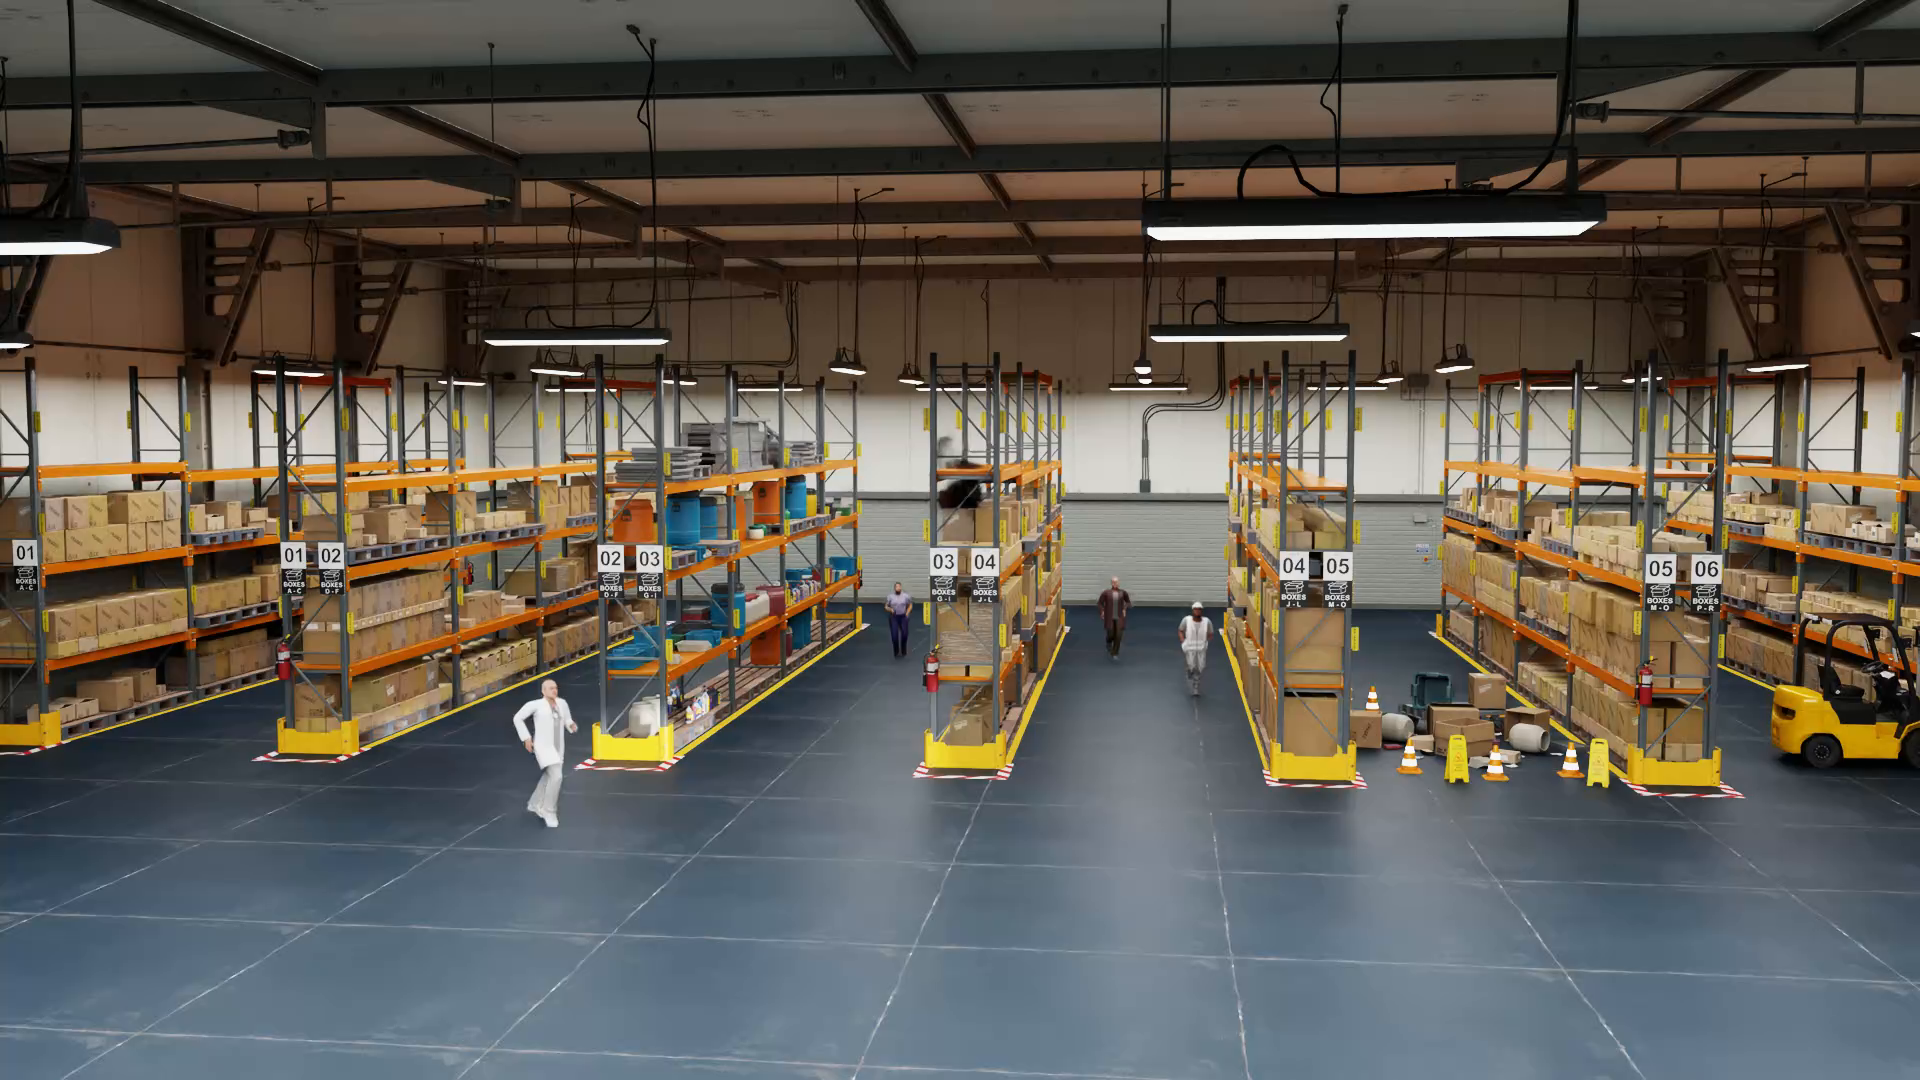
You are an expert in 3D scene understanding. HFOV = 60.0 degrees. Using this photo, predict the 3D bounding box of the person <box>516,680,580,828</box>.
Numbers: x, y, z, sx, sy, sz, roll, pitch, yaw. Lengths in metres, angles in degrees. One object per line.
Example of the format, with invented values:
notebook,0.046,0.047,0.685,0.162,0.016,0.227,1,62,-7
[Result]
person,-5.090,2.701,20.797,0.825,1.756,0.686,3,5,32

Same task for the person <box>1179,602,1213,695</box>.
person,4.320,1.991,30.311,0.612,1.721,0.640,0,4,-1

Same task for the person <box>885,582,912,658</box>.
person,-1.292,1.706,35.226,0.591,1.604,0.584,0,4,-4

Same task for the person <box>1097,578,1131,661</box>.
person,3.264,1.662,35.131,0.709,1.737,0.640,0,4,0
